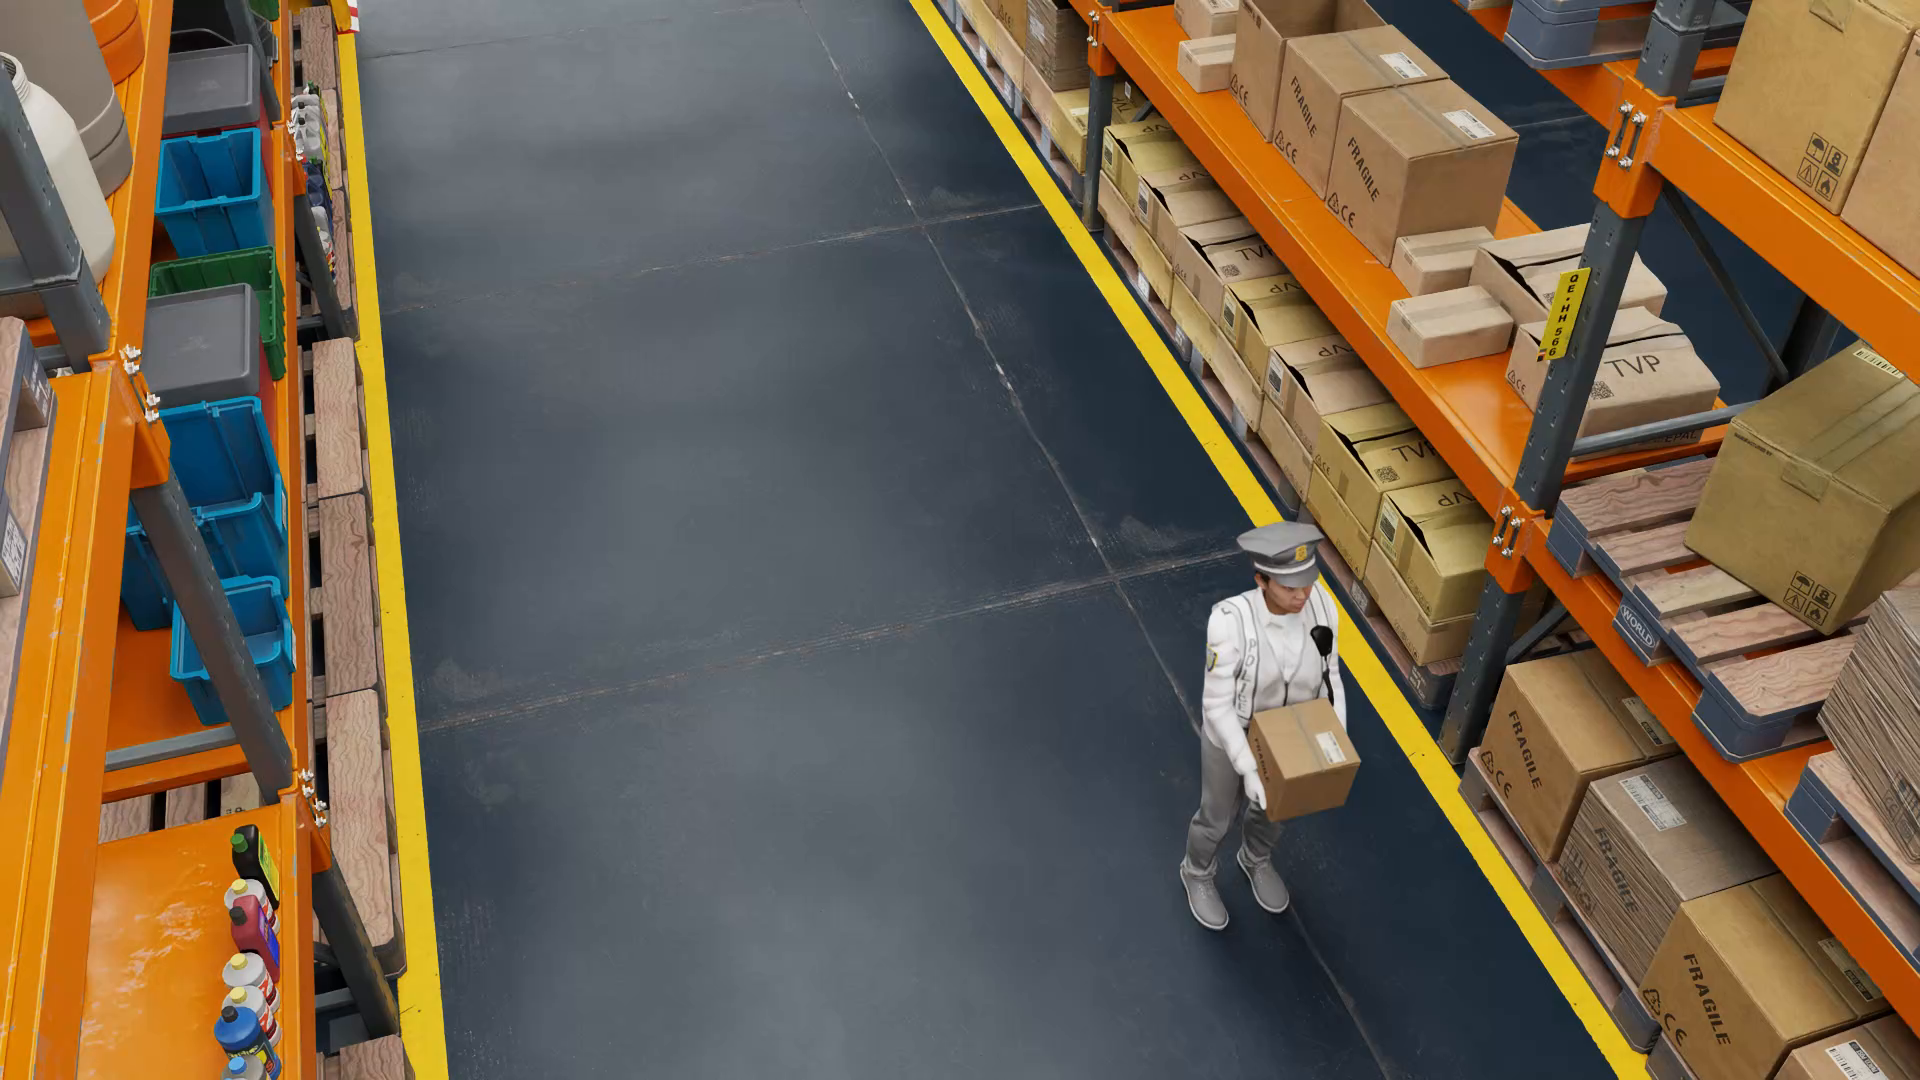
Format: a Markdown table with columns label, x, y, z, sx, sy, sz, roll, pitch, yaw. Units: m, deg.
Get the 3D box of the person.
| label | x | y | z | sx | sy | sz | roll | pitch | yaw |
| --- | --- | --- | --- | --- | --- | --- | --- | --- | --- |
| person | 0.995 | 0.674 | 5.409 | 0.459 | 1.686 | 0.549 | -11 | 44 | -12 |
